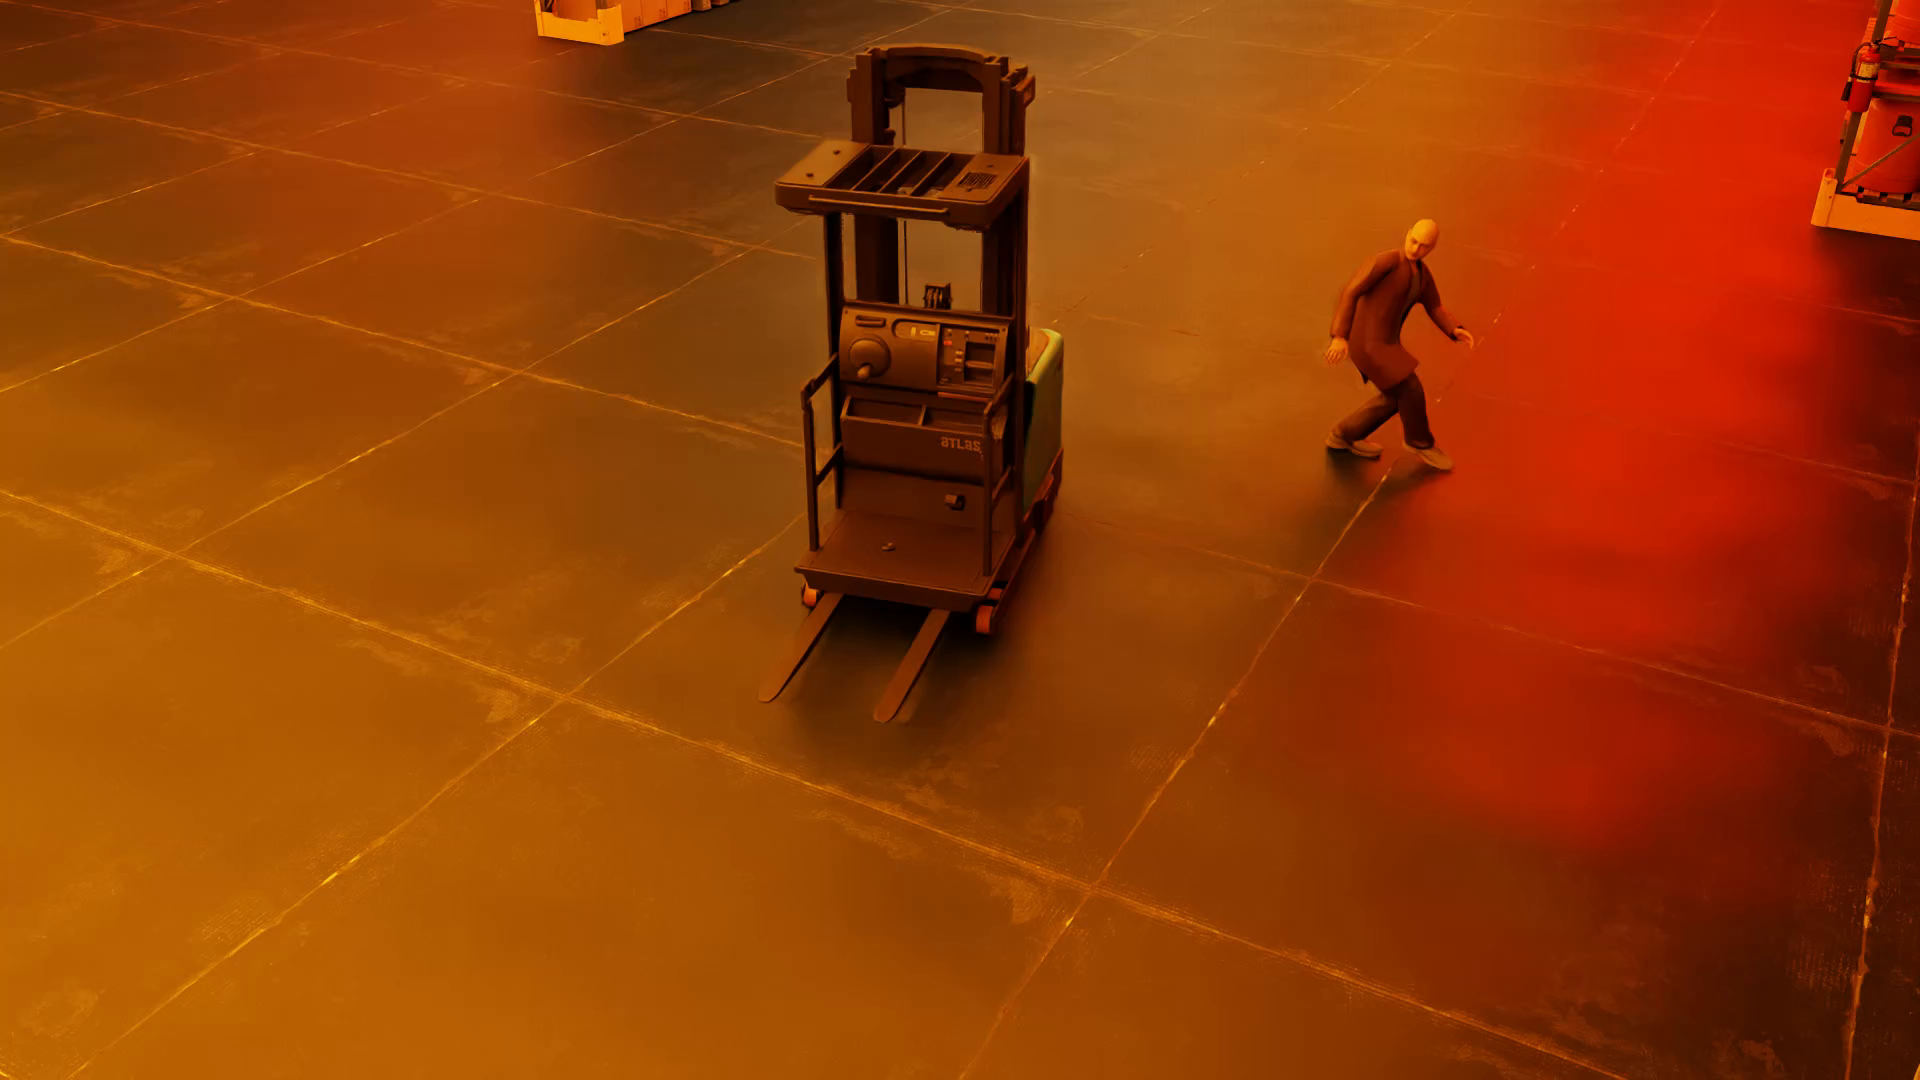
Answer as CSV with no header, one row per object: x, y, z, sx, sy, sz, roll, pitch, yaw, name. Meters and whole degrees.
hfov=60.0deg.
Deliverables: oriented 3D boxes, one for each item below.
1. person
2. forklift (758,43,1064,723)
2.777,-1.193,10.460,0.850,1.626,0.817,16,34,25,person
-0.255,-0.967,8.747,1.130,2.935,3.031,8,31,14,forklift
